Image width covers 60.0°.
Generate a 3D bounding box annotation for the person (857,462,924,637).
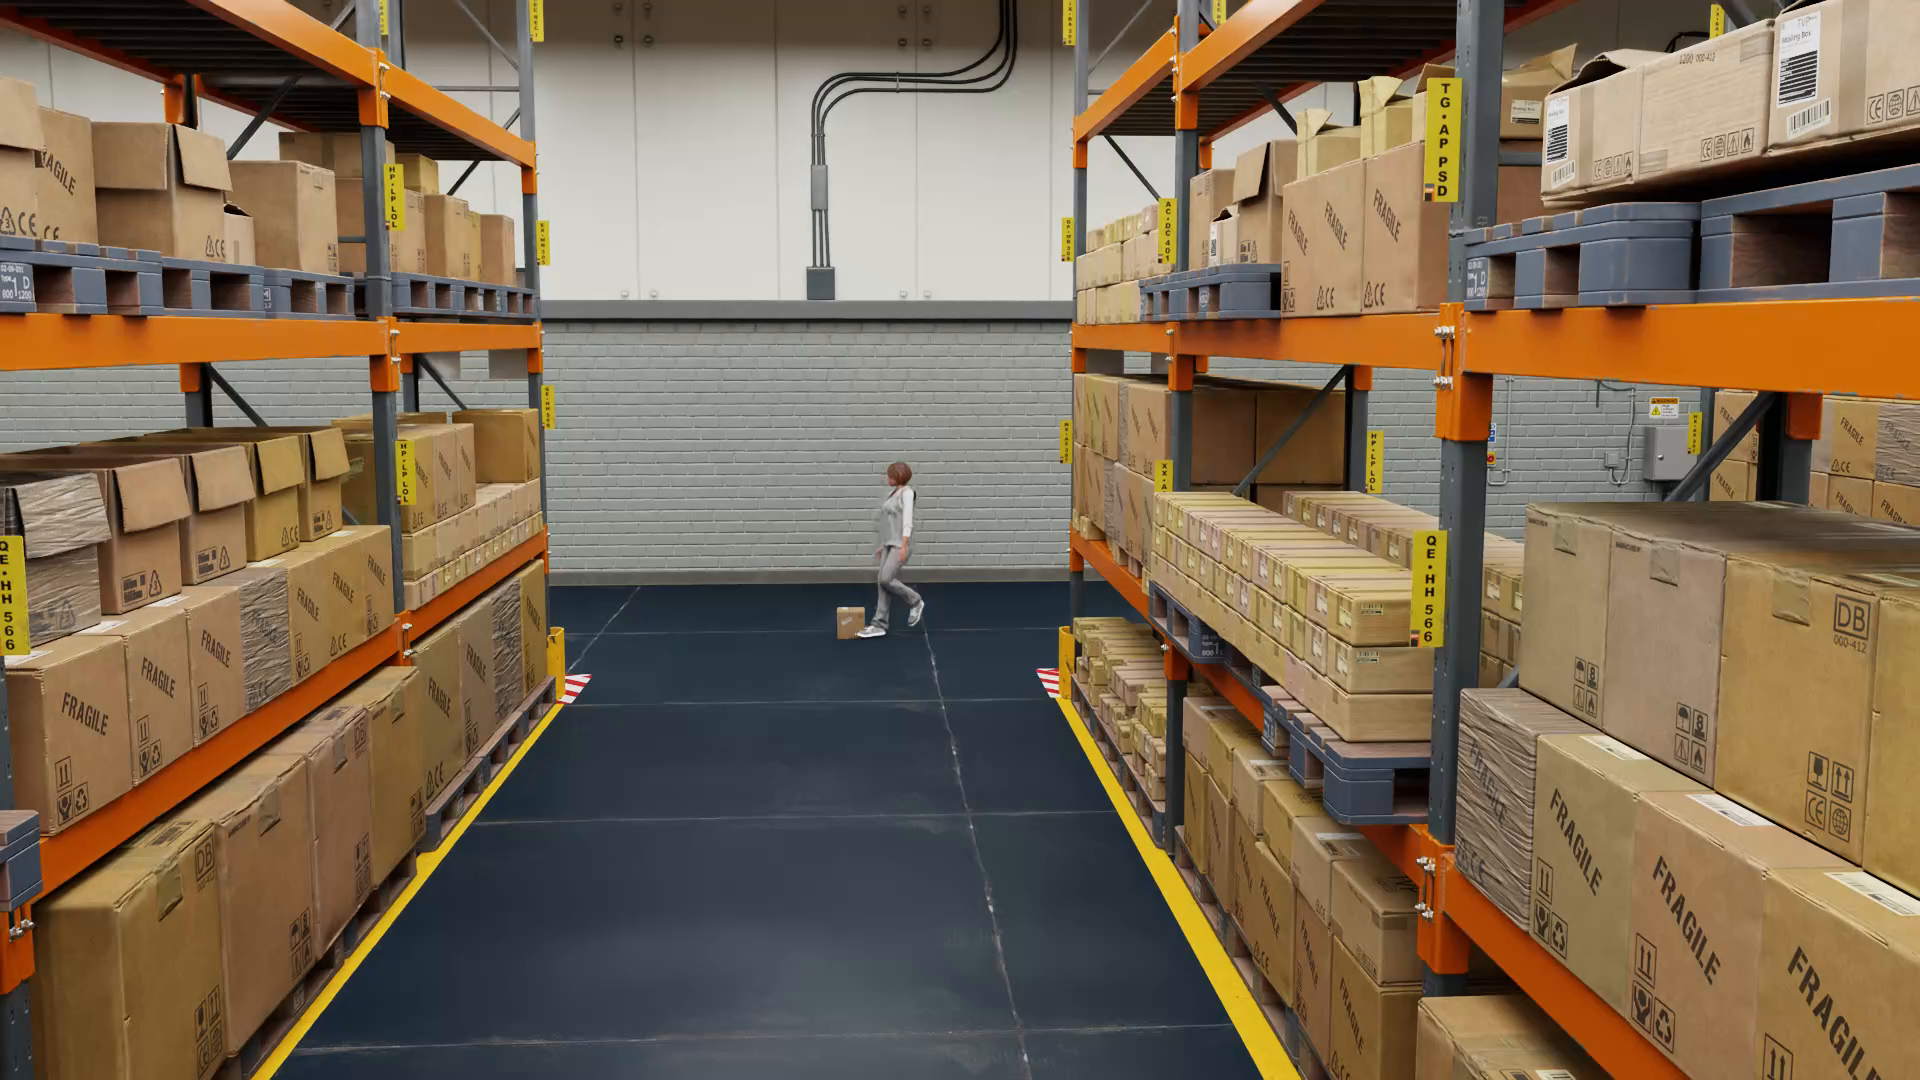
[{"bbox_3d":[-0.643,0.083,15.082,0.642,1.578,0.485,-3,8,-24],"label":"person"}]
